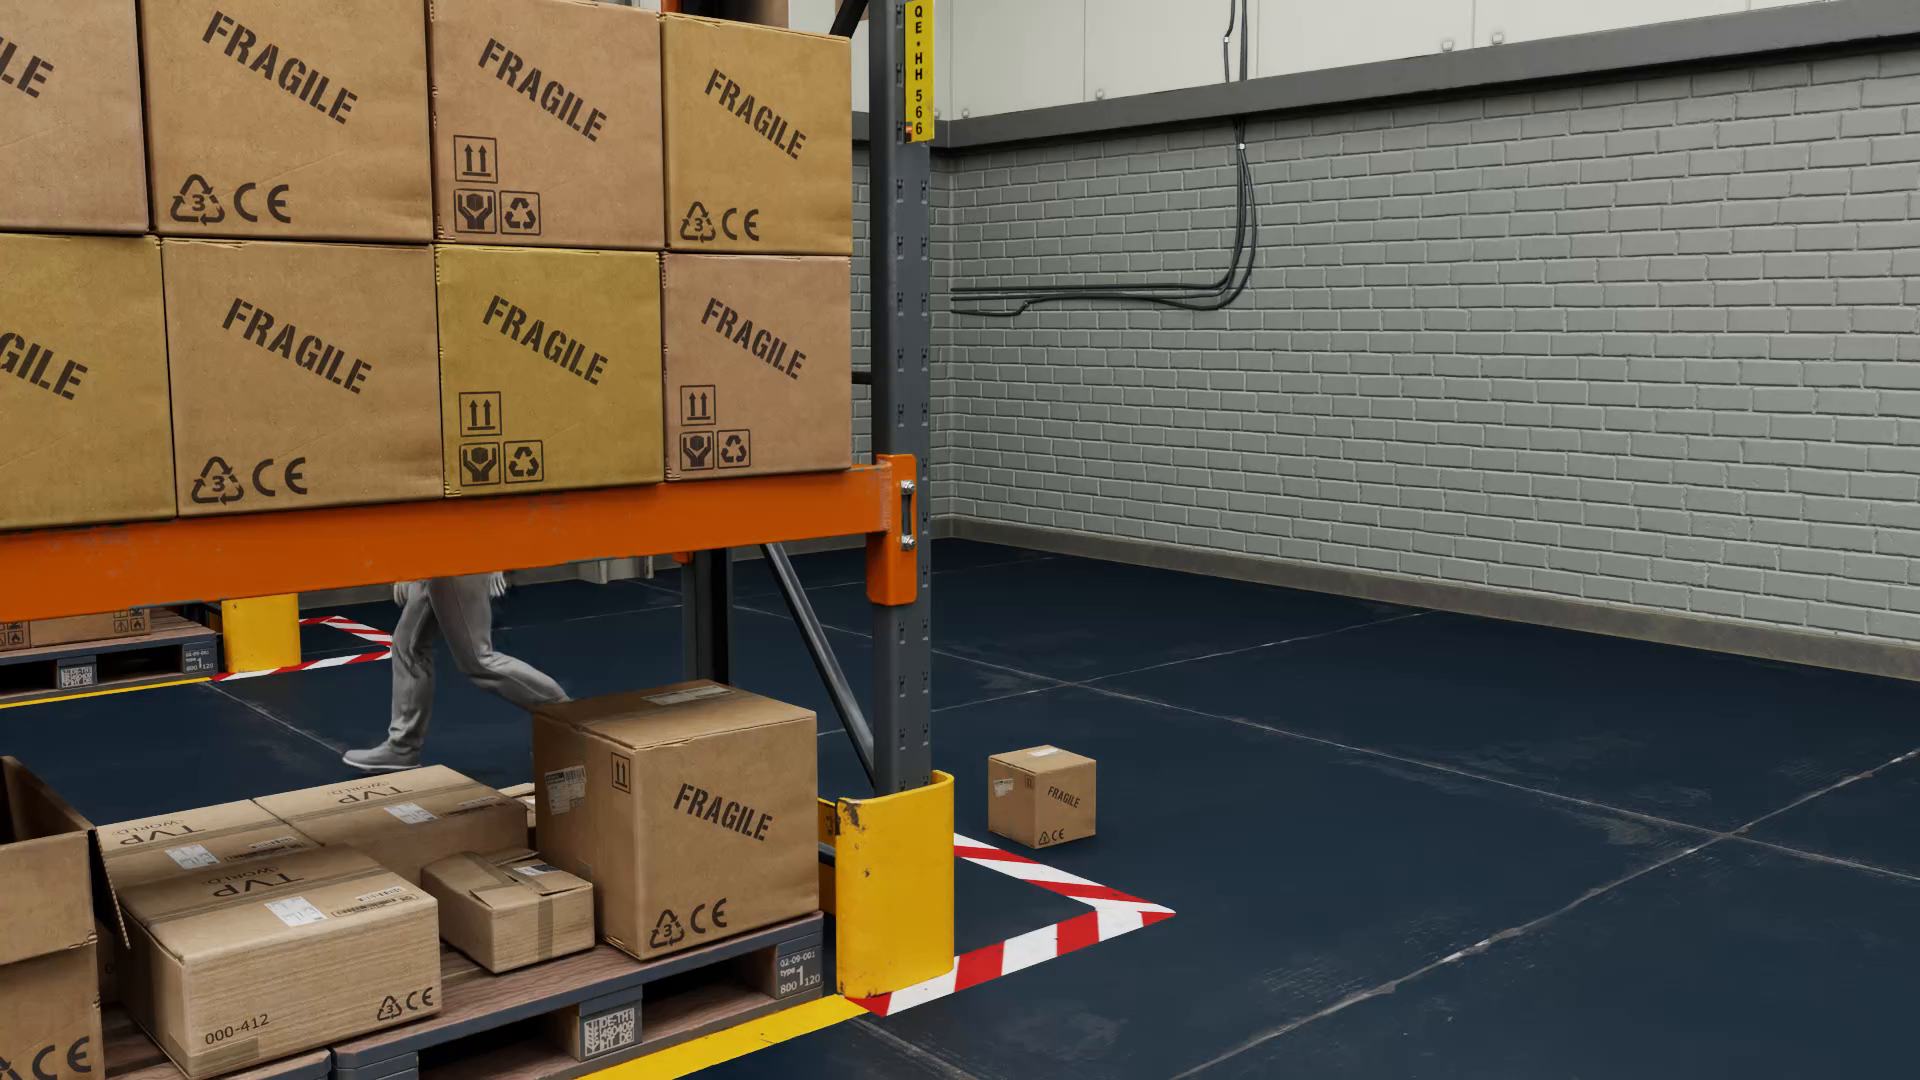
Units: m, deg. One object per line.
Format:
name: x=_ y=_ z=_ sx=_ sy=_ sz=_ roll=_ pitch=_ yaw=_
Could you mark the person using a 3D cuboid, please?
person: x=-1.775 y=0.036 z=5.877 sx=0.932 sy=1.638 sz=0.494 roll=-1 pitch=8 yaw=-4
